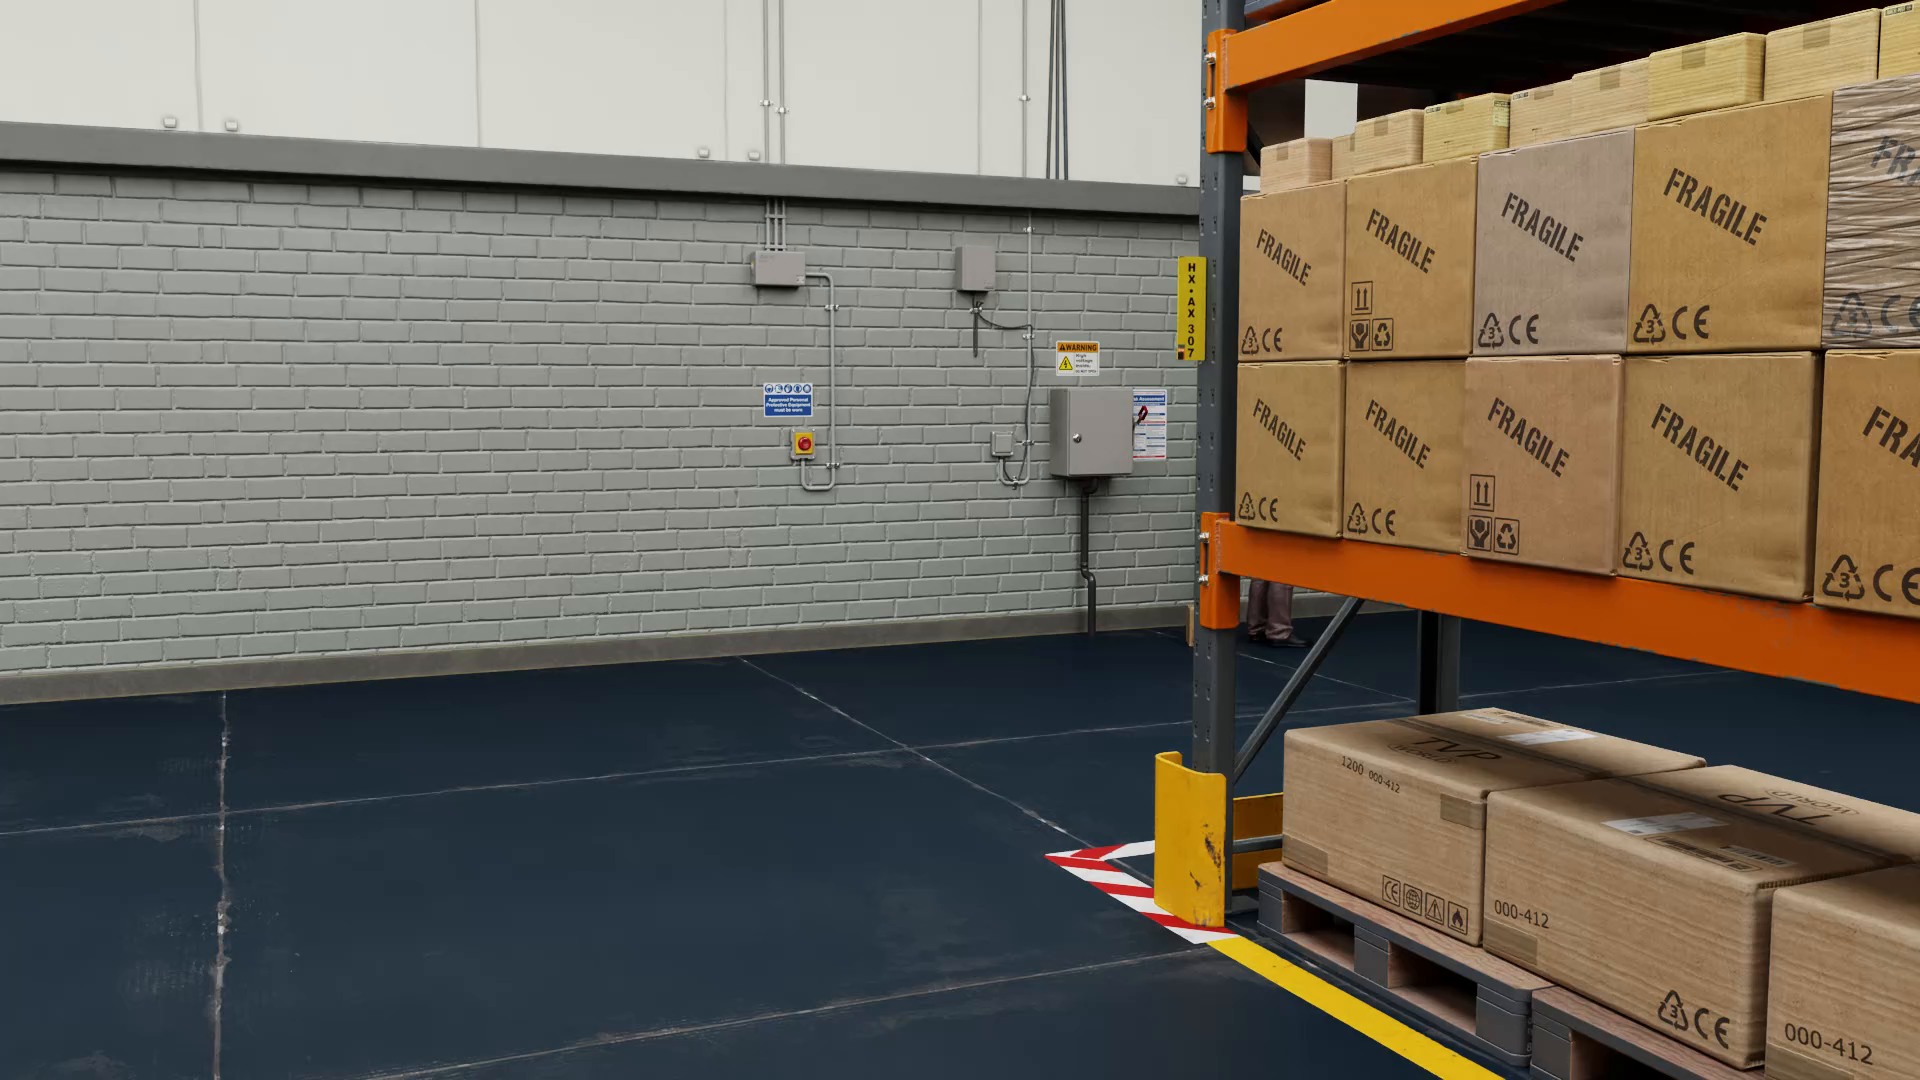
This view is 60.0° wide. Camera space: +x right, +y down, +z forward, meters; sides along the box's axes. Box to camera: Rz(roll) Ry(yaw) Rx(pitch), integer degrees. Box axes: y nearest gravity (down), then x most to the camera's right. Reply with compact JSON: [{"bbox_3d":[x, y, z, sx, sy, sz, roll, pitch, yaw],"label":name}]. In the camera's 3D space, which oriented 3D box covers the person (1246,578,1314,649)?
[{"bbox_3d":[2.107,-0.159,11.076,0.358,1.725,0.530,-2,6,-22],"label":"person"}]
